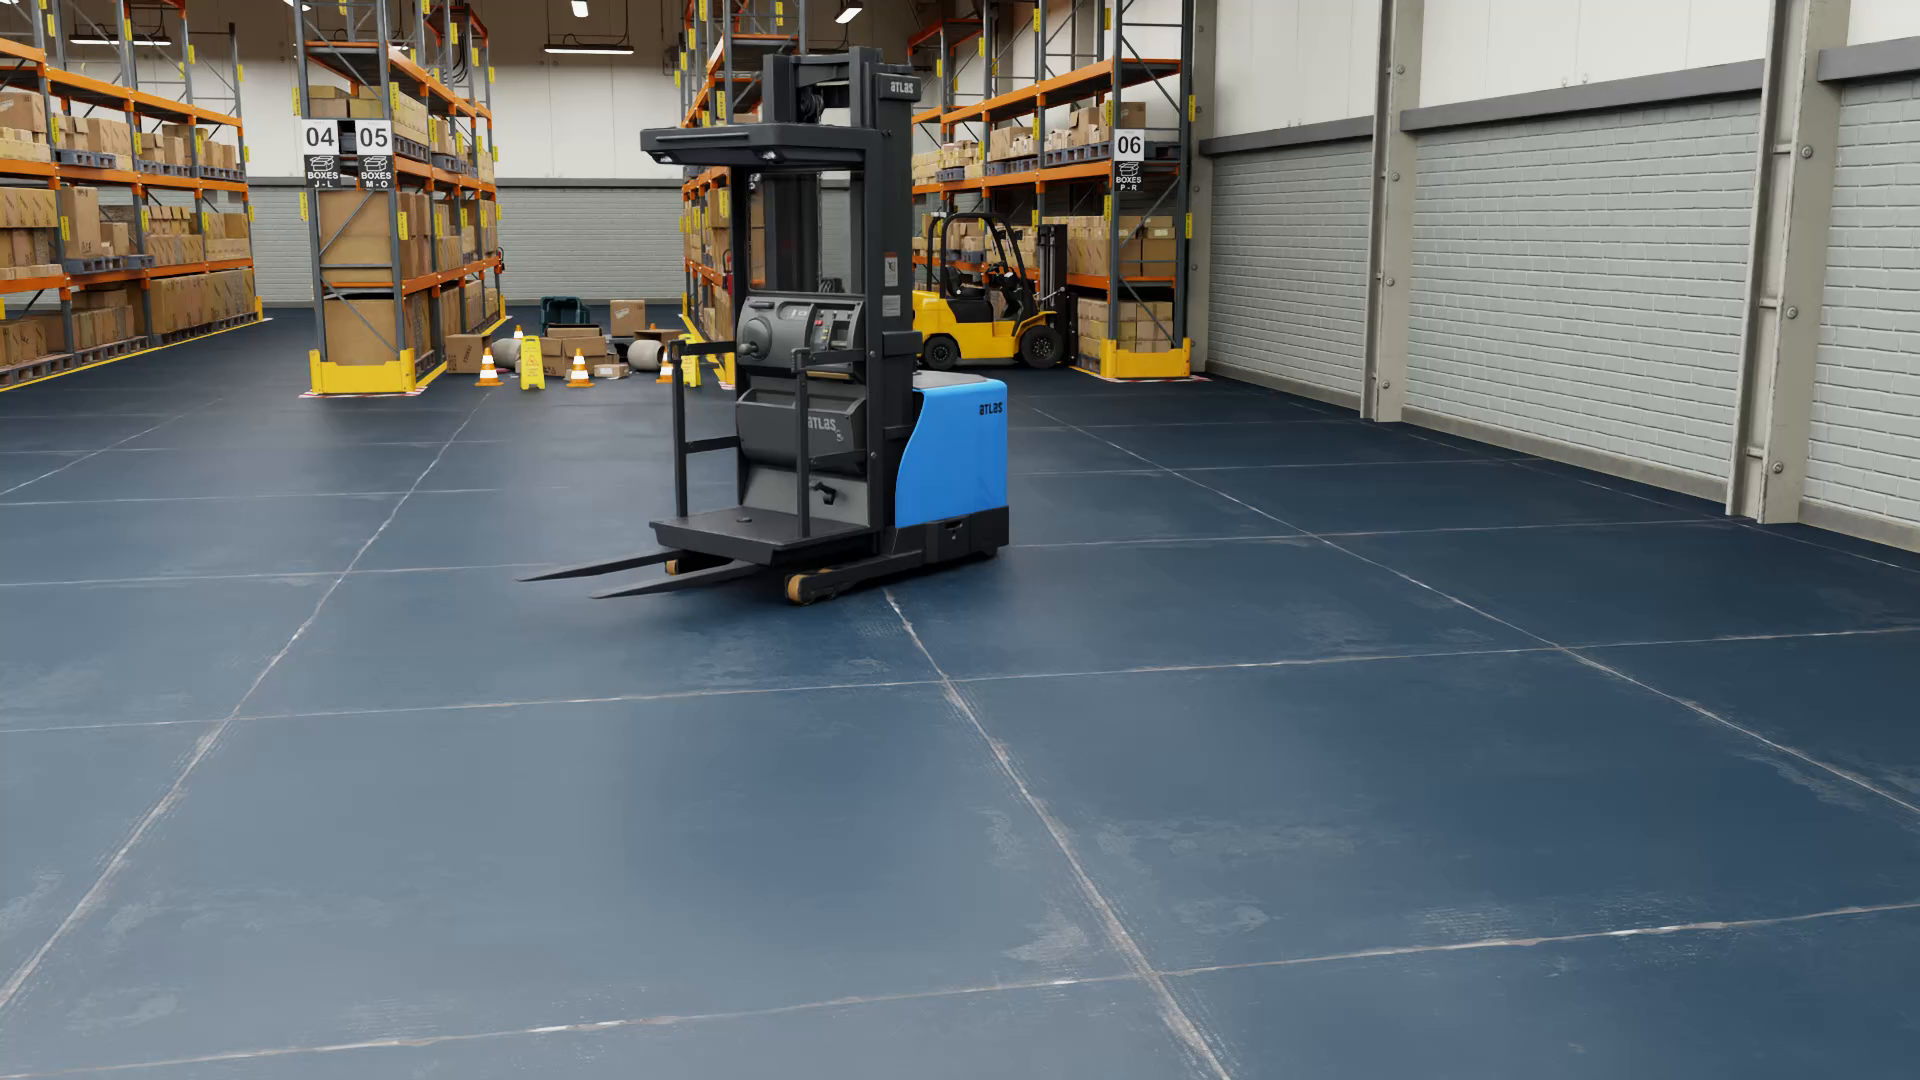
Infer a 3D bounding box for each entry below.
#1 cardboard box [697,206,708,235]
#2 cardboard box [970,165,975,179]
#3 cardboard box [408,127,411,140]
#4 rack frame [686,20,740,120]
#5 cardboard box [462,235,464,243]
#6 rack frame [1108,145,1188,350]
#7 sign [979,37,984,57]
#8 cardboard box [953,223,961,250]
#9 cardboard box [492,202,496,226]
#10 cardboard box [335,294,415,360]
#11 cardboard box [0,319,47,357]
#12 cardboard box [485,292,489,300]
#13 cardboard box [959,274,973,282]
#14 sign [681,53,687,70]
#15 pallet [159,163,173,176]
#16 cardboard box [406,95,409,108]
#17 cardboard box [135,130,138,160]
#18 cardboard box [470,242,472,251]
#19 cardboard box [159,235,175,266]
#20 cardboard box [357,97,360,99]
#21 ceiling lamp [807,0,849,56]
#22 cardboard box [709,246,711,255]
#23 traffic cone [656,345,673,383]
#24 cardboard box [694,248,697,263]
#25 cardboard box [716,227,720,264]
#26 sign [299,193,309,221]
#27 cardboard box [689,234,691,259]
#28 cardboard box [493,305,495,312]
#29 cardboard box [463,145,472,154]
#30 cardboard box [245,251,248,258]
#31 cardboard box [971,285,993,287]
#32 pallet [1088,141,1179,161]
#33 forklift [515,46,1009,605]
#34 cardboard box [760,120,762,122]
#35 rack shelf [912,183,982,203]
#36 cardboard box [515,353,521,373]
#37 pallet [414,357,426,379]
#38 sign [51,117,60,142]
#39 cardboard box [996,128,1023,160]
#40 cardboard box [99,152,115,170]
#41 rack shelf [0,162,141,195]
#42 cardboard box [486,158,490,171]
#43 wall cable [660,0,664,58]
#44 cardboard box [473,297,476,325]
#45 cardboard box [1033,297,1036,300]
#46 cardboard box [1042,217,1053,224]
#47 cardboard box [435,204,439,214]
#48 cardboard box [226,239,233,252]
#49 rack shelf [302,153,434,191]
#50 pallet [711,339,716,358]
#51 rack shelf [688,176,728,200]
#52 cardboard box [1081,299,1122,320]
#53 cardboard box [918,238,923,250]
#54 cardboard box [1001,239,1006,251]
[{"bbox_3d":[-4.313,-5.578,29.040,0.500,0.500,0.500,-2,11,-13],"label":"cardboard box"},{"bbox_3d":[0.476,-6.711,30.312,0.500,0.250,0.500,-2,11,-11],"label":"cardboard box"},{"bbox_3d":[-7.233,-5.198,21.244,0.380,0.149,0.250,-2,11,-11],"label":"cardboard box"},{"bbox_3d":[-4.734,-8.633,31.988,1.000,3.000,0.127,-2,11,-11],"label":"rack frame"},{"bbox_3d":[-8.896,-5.269,29.112,0.380,0.149,0.250,-2,11,-11],"label":"cardboard box"},{"bbox_3d":[2.468,-3.666,21.937,1.000,3.000,0.127,-2,11,-11],"label":"rack frame"},{"bbox_3d":[0.382,-8.557,28.877,0.100,0.325,0.005,-2,11,-11],"label":"sign"},{"bbox_3d":[0.262,-5.787,31.688,0.700,0.500,0.500,-2,11,-11],"label":"cardboard box"},{"bbox_3d":[-10.015,-6.833,34.836,0.500,0.500,0.500,-2,11,-12],"label":"cardboard box"},{"bbox_3d":[-7.606,-2.732,21.590,0.875,0.875,0.875,-2,11,-12],"label":"cardboard box"},{"bbox_3d":[-12.860,-2.762,22.748,0.500,0.500,0.500,-2,11,-13],"label":"cardboard box"},{"bbox_3d":[-9.569,-4.850,33.067,0.380,0.149,0.250,-2,11,-10],"label":"cardboard box"},{"bbox_3d":[0.041,-5.189,32.969,0.380,0.149,0.250,-3,11,-14],"label":"cardboard box"},{"bbox_3d":[-5.283,-9.154,31.803,0.100,0.325,0.005,-2,11,-11],"label":"sign"},{"bbox_3d":[-14.074,-6.294,28.225,1.003,0.211,1.213,-2,11,-8],"label":"pallet"},{"bbox_3d":[-7.235,-5.590,21.169,0.380,0.149,0.250,-2,11,-12],"label":"cardboard box"},{"bbox_3d":[-13.866,-6.432,27.045,0.797,0.503,0.637,-1,11,-8],"label":"cardboard box"},{"bbox_3d":[-9.200,-5.411,30.654,0.380,0.149,0.250,-2,11,-11],"label":"cardboard box"},{"bbox_3d":[-13.710,-4.929,28.301,0.500,0.500,0.500,-2,11,-12],"label":"cardboard box"},{"bbox_3d":[-7.980,-5.659,21.535,0.380,0.149,0.250,-2,11,-11],"label":"cardboard box"},{"bbox_3d":[-3.449,-12.822,38.386,2.000,3.185,0.800,-2,11,-11],"label":"ceiling lamp"},{"bbox_3d":[-3.721,-4.528,26.011,0.380,0.149,0.250,-2,11,-11],"label":"cardboard box"},{"bbox_3d":[-3.749,-2.271,21.390,0.336,0.463,0.334,-2,11,-11],"label":"traffic cone"},{"bbox_3d":[-4.633,-5.241,30.609,0.500,0.250,0.500,-2,11,-12],"label":"cardboard box"},{"bbox_3d":[-3.160,-4.139,23.360,0.500,0.500,0.500,-2,11,-11],"label":"cardboard box"},{"bbox_3d":[-7.771,-3.955,19.721,0.100,0.325,0.005,-2,11,-11],"label":"sign"},{"bbox_3d":[-5.180,-5.905,33.432,0.500,0.500,0.500,-2,11,-12],"label":"cardboard box"},{"bbox_3d":[-9.752,-4.754,34.151,0.380,0.149,0.250,-3,11,-14],"label":"cardboard box"},{"bbox_3d":[-9.389,-7.391,31.482,0.380,0.149,0.250,-2,11,-12],"label":"cardboard box"},{"bbox_3d":[-14.788,-5.835,34.003,0.380,0.149,0.250,-2,11,-10],"label":"cardboard box"},{"bbox_3d":[0.421,-4.707,31.230,0.380,0.149,0.250,-2,11,-12],"label":"cardboard box"},{"bbox_3d":[2.356,-5.227,22.351,1.003,0.211,1.213,-2,11,-11],"label":"pallet"},{"bbox_3d":[-1.036,-1.198,9.154,1.130,2.935,3.031,9,14,39],"label":"forklift"},{"bbox_3d":[-2.439,-5.484,22.004,0.380,0.149,0.250,-2,11,-11],"label":"cardboard box"},{"bbox_3d":[-0.255,-7.354,35.215,1.077,0.370,4.000,-2,11,-11],"label":"rack shelf"},{"bbox_3d":[-5.873,-2.429,22.748,0.396,0.266,0.258,0,11,-1],"label":"cardboard box"},{"bbox_3d":[-7.702,-2.284,22.132,1.003,0.211,1.213,-2,11,-11],"label":"pallet"},{"bbox_3d":[-12.368,-5.607,22.729,0.100,0.325,0.005,-2,11,-11],"label":"sign"},{"bbox_3d":[1.010,-6.681,28.096,0.700,0.500,0.500,-2,11,-12],"label":"cardboard box"},{"bbox_3d":[-13.139,-5.731,25.163,0.500,0.250,0.500,-2,11,-9],"label":"cardboard box"},{"bbox_3d":[-13.288,-5.345,24.660,1.077,0.370,4.000,-2,11,-11],"label":"rack shelf"},{"bbox_3d":[-9.811,-7.604,33.665,0.500,0.250,0.500,-2,11,-10],"label":"cardboard box"},{"bbox_3d":[-8.412,-13.290,40.410,2.355,3.000,0.029,-2,11,-11],"label":"wall cable"},{"bbox_3d":[-8.885,-4.057,29.553,0.500,0.500,0.500,-2,11,-12],"label":"cardboard box"},{"bbox_3d":[1.578,-3.535,26.475,0.875,0.625,0.625,-2,11,-8],"label":"cardboard box"},{"bbox_3d":[1.461,-4.845,25.330,0.380,0.149,0.250,-2,11,-10],"label":"cardboard box"},{"bbox_3d":[-8.413,-4.931,25.640,0.700,0.500,0.500,-2,11,-12],"label":"cardboard box"},{"bbox_3d":[-14.575,-5.771,32.599,0.500,0.250,0.500,-2,11,-11],"label":"cardboard box"},{"bbox_3d":[-7.625,-4.774,21.656,1.077,0.370,4.000,-2,11,-11],"label":"rack shelf"},{"bbox_3d":[-3.331,-2.992,25.850,1.003,0.211,1.213,-2,11,-11],"label":"pallet"},{"bbox_3d":[-4.345,-6.439,30.408,1.077,0.370,4.000,-2,11,-11],"label":"rack shelf"},{"bbox_3d":[1.968,-3.180,22.937,0.500,0.250,0.500,-2,11,-10],"label":"cardboard box"},{"bbox_3d":[-0.619,-6.395,35.879,0.500,0.250,0.500,-2,11,-12],"label":"cardboard box"},{"bbox_3d":[0.939,-5.027,28.149,0.500,0.250,0.500,-2,11,-12],"label":"cardboard box"}]
